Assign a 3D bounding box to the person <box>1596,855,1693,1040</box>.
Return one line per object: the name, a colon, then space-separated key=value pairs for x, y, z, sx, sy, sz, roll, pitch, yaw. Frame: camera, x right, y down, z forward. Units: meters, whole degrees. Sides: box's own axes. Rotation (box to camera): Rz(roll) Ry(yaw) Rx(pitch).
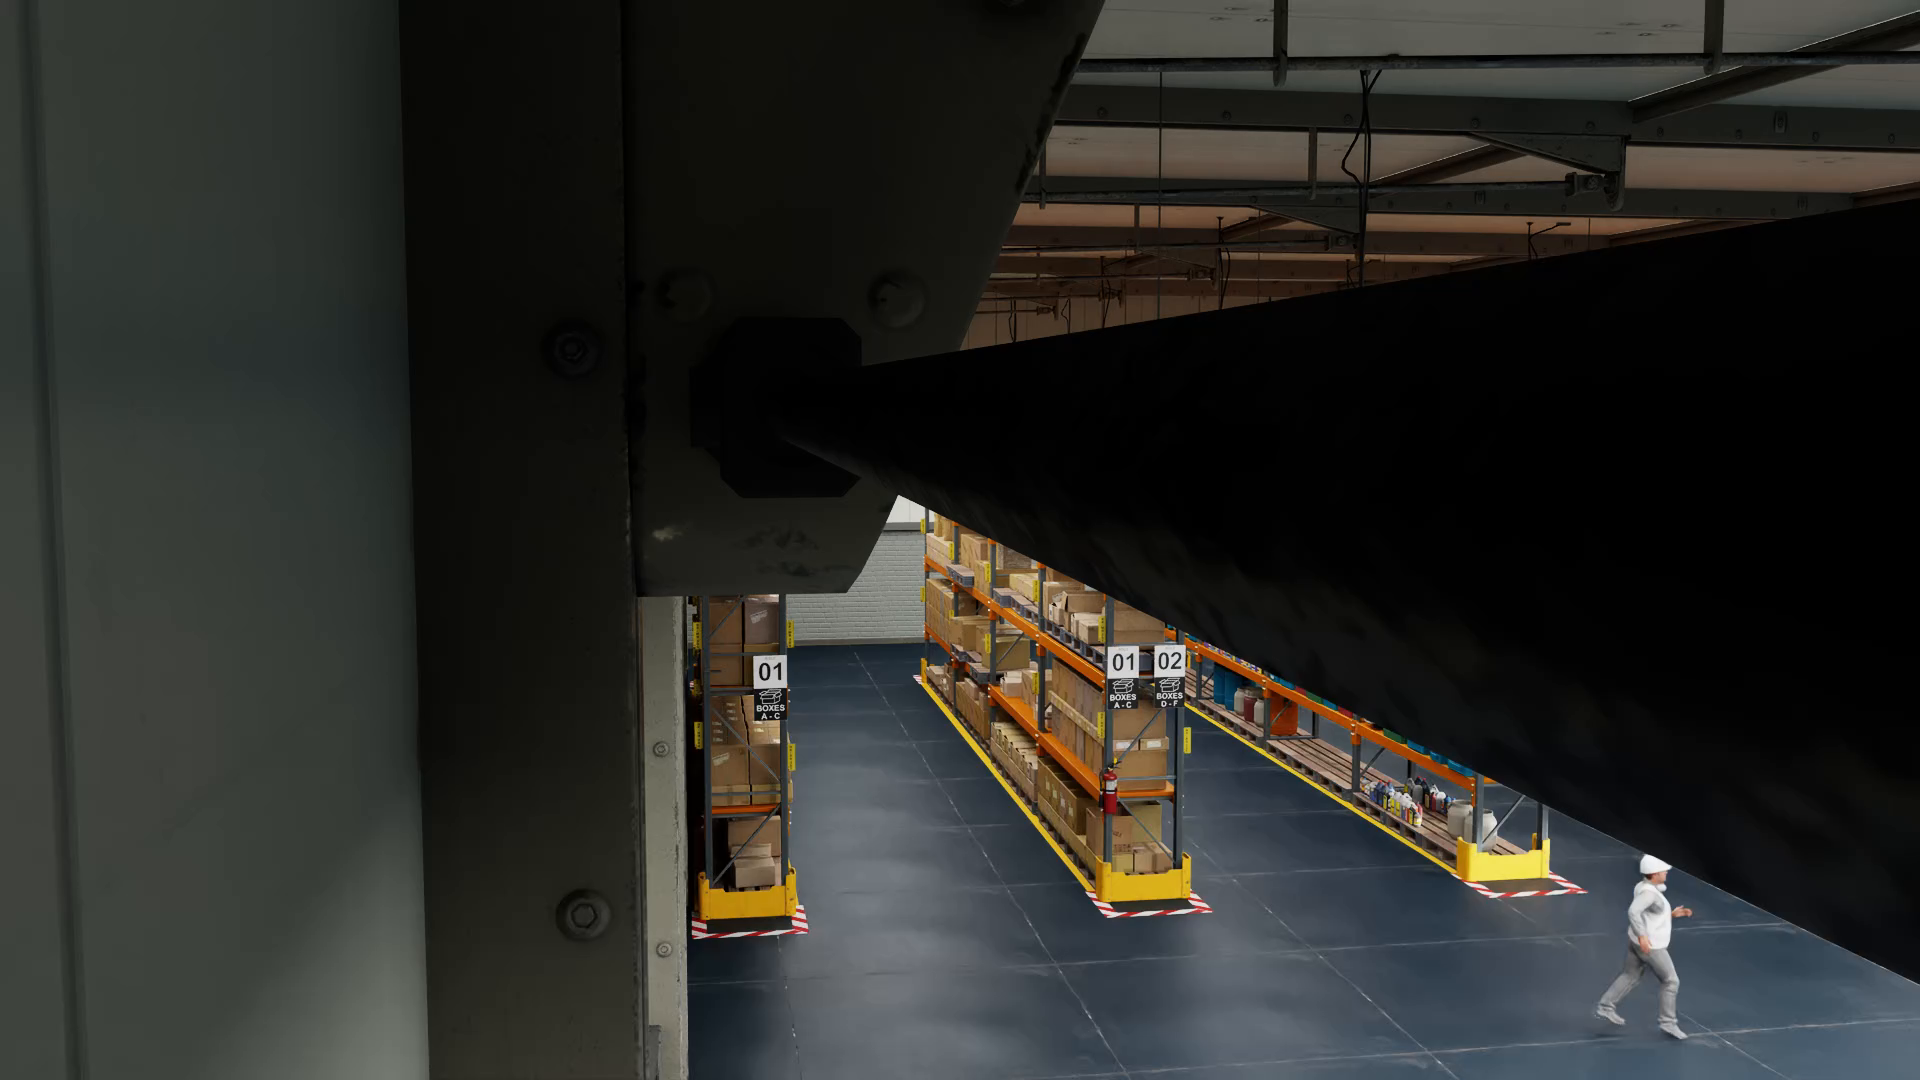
person: x=6.754 y=3.994 z=16.381 sx=0.868 sy=1.824 sz=0.627 roll=1 pitch=5 yaw=7
